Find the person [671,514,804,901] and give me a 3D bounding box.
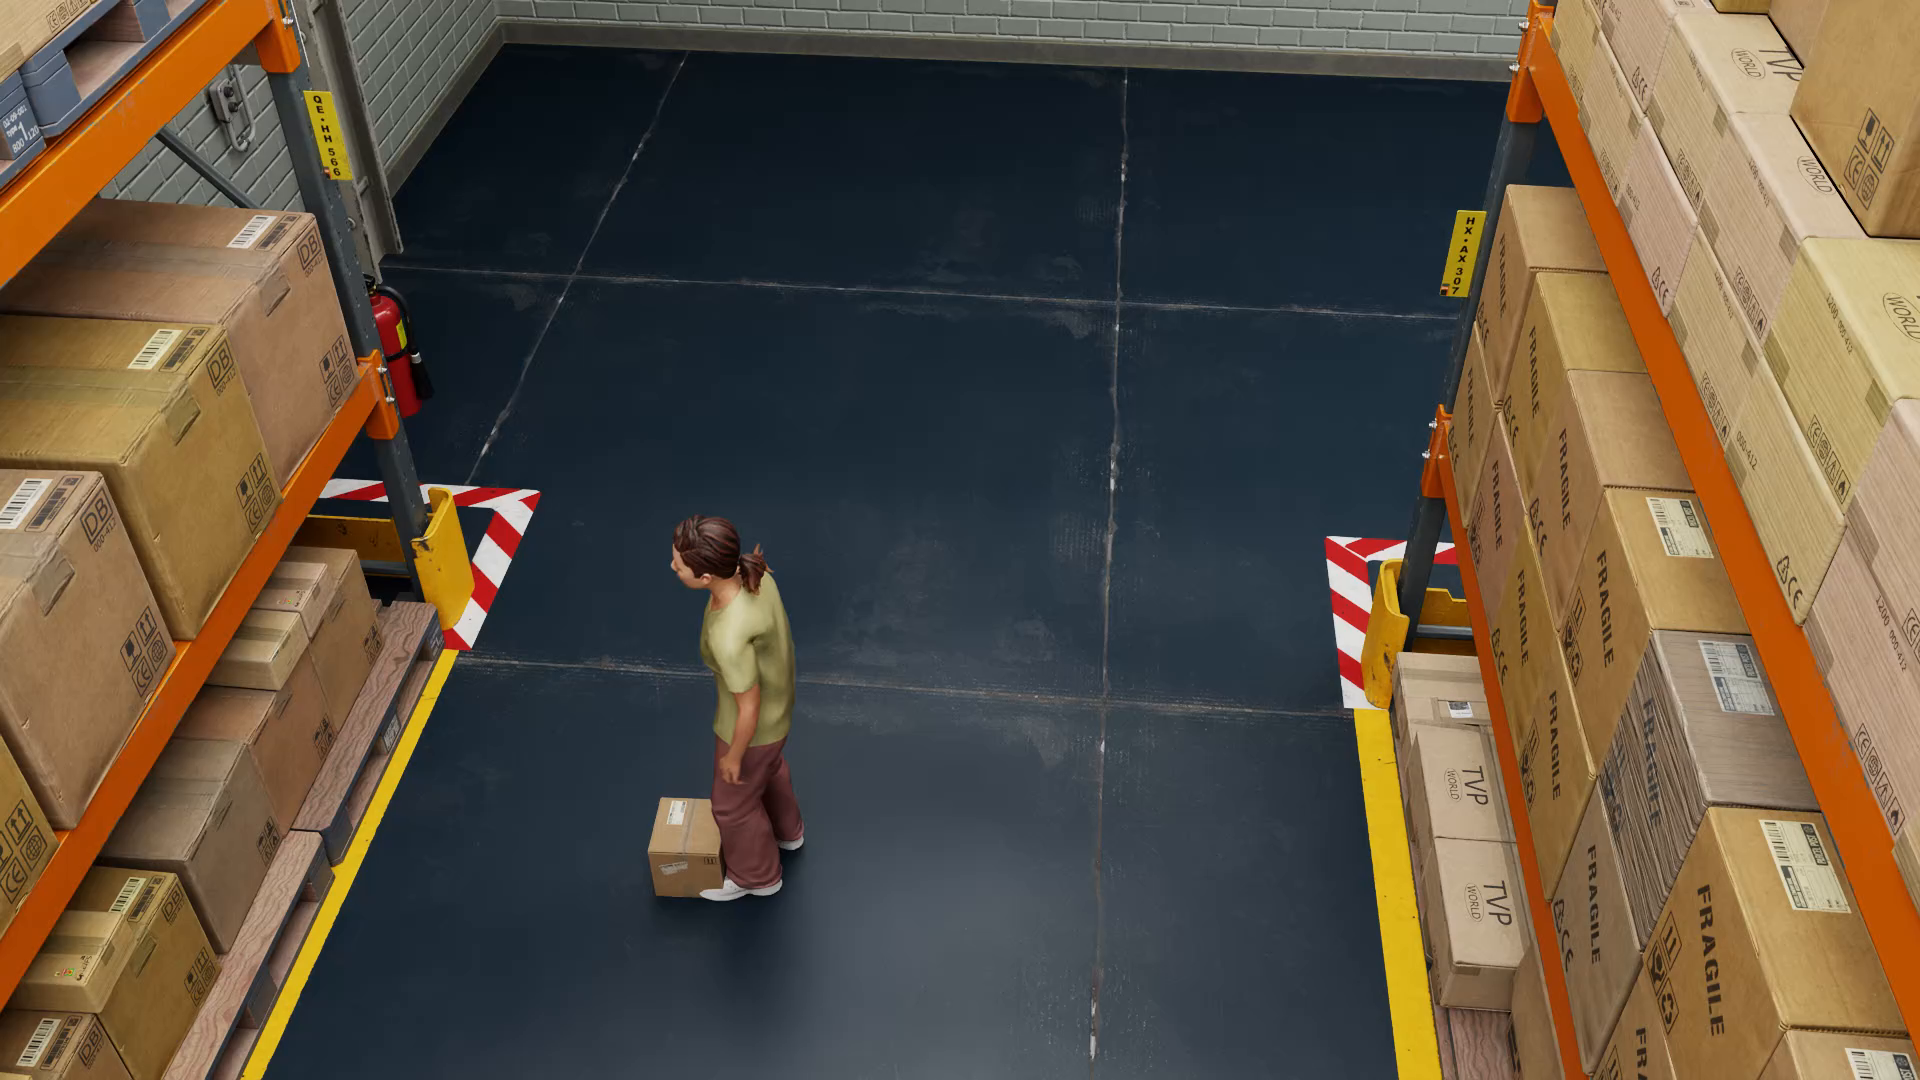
[{"bbox_3d":[-0.739,0.570,5.484,0.408,1.673,0.519,2,40,2],"label":"person"}]
